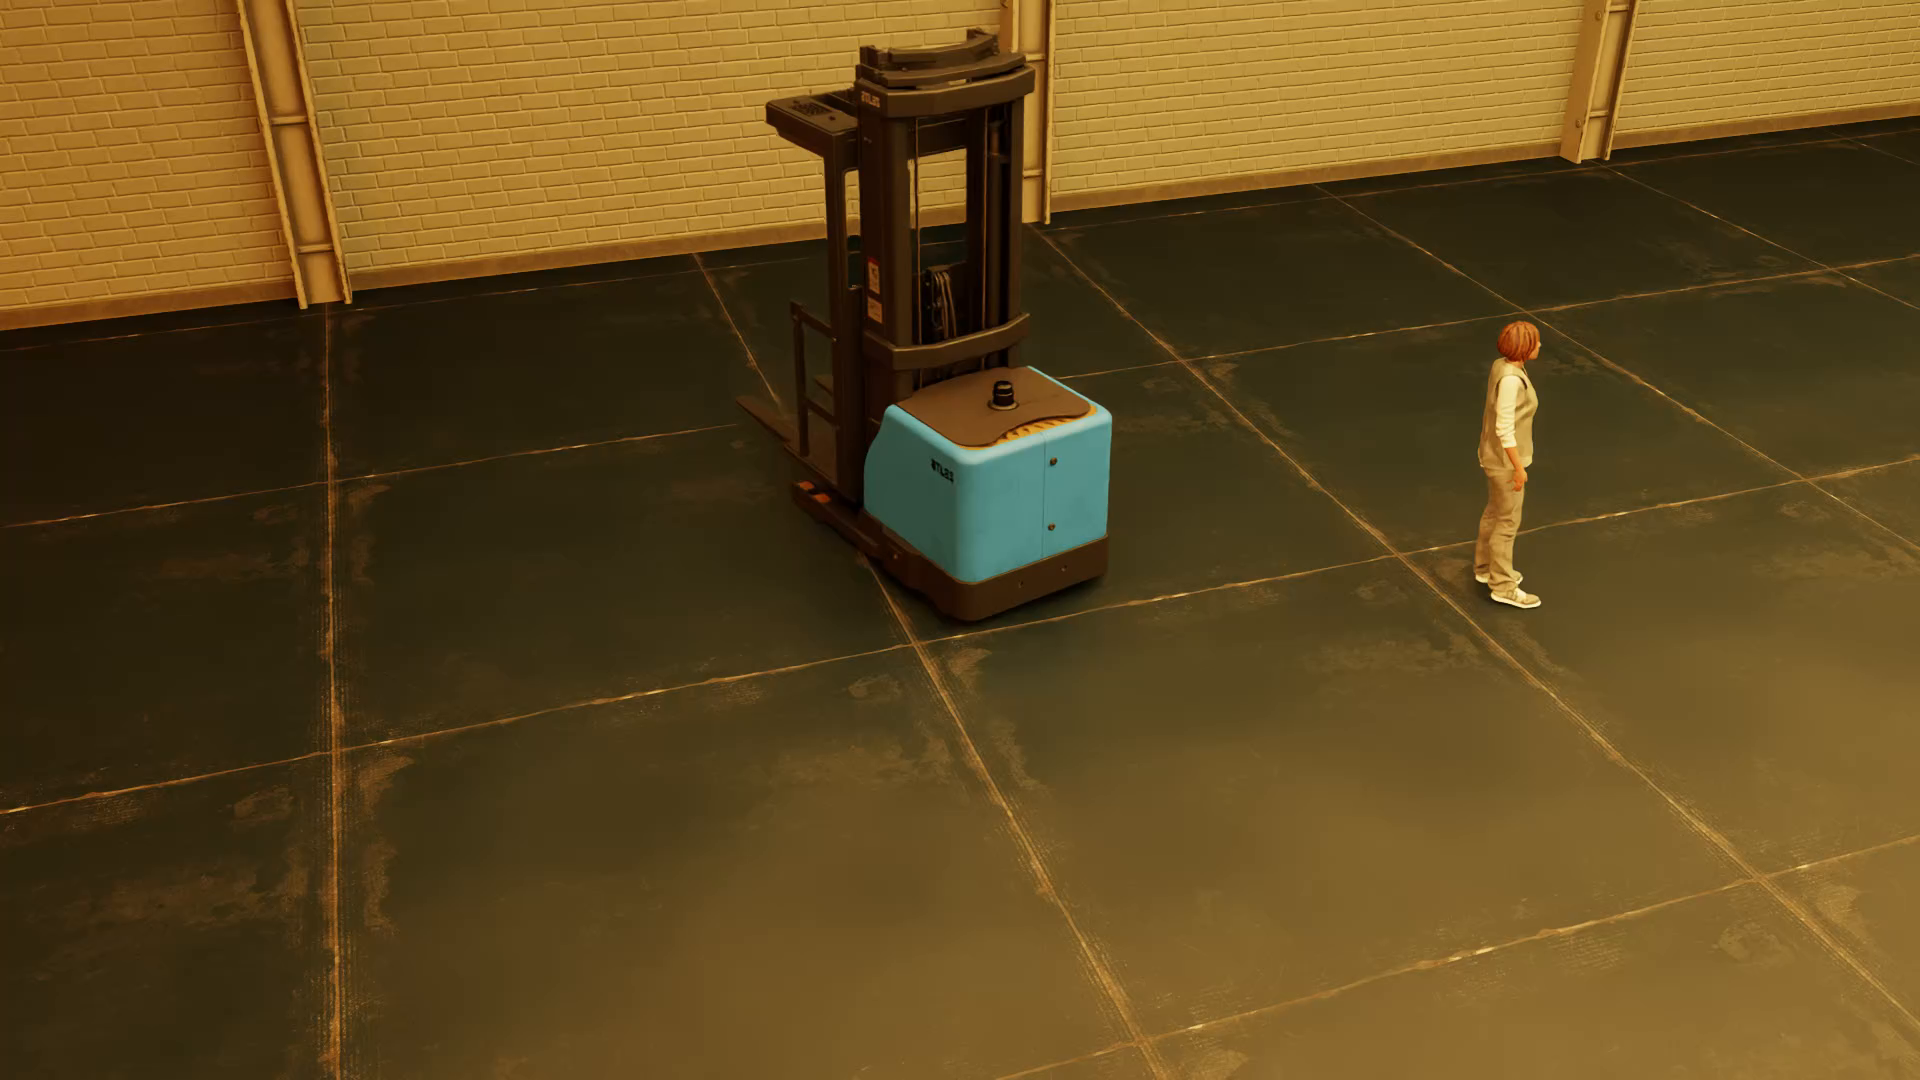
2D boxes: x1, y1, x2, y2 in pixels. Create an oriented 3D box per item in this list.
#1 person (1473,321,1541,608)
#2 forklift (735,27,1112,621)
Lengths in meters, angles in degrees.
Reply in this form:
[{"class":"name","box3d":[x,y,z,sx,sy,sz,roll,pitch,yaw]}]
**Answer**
[{"class":"person","box3d":[3.083,-0.436,9.179,0.454,1.605,0.504,6,30,10]},{"class":"forklift","box3d":[-0.396,-1.513,9.716,1.130,2.935,3.031,-19,35,-29]}]
